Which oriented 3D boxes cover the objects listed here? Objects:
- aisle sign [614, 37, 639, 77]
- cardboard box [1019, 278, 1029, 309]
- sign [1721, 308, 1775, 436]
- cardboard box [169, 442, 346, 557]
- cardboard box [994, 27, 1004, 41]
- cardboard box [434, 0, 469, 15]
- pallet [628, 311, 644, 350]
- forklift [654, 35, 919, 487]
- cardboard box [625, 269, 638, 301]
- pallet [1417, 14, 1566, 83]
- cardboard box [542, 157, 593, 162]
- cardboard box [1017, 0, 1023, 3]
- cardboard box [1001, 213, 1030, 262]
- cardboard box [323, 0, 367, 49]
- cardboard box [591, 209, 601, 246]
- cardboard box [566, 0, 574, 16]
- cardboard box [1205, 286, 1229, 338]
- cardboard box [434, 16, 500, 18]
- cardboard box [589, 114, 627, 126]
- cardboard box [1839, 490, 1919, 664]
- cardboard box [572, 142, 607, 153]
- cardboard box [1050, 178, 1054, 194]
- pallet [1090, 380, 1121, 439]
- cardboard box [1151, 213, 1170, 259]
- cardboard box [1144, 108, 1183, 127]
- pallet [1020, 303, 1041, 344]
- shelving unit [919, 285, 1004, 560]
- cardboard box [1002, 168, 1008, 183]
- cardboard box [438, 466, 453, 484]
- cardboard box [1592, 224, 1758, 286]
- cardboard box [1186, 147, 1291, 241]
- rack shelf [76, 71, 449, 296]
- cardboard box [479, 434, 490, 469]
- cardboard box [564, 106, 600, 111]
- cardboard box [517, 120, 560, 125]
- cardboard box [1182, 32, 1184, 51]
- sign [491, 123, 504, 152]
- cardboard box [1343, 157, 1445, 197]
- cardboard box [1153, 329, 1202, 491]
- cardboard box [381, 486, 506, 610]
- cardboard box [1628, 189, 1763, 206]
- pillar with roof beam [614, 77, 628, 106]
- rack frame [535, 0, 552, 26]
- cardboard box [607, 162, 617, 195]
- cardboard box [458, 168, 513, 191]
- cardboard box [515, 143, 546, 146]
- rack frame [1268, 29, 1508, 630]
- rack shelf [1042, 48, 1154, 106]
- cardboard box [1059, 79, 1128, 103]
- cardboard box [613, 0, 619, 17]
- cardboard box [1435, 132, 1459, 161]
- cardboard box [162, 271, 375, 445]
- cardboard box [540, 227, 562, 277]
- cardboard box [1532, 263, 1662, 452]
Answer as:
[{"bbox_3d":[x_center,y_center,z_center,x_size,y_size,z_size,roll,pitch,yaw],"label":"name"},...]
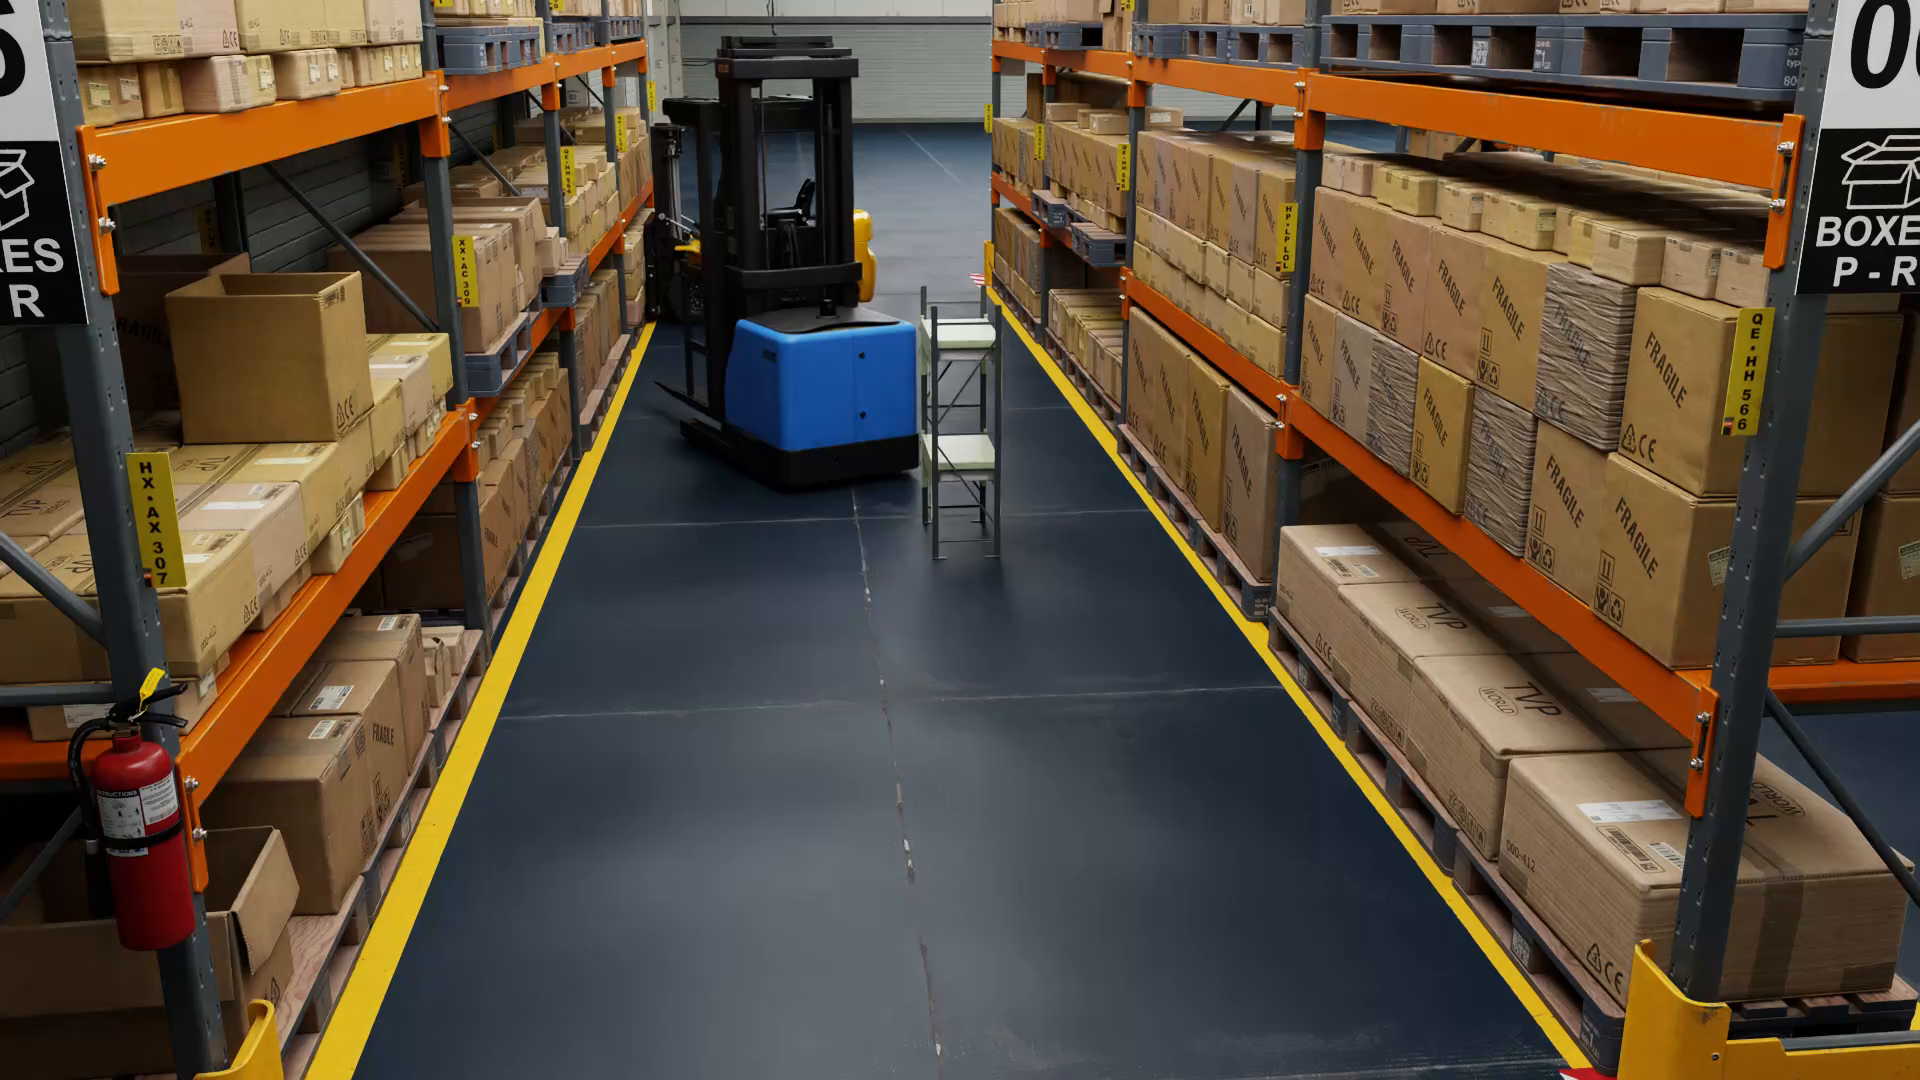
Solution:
[{"bbox_3d":[-3.775,-5.650,18.826,0.394,0.787,0.004,-2,18,-6],"label":"aisle sign"},{"bbox_3d":[0.896,-2.558,17.208,0.500,0.250,0.500,-2,18,-7],"label":"cardboard box"},{"bbox_3d":[1.986,-0.421,4.183,0.100,0.325,0.005,-2,18,-6],"label":"sign"},{"bbox_3d":[-2.296,-0.129,5.334,0.500,0.250,0.500,-2,18,-7],"label":"cardboard box"},{"bbox_3d":[0.588,-5.738,18.858,0.380,0.149,0.250,-2,18,-6],"label":"cardboard box"},{"bbox_3d":[-2.458,-2.466,7.569,0.380,0.149,0.250,-2,17,-5],"label":"cardboard box"},{"bbox_3d":[-3.688,-2.097,16.505,1.003,0.211,1.213,-2,18,-6],"label":"pallet"},{"bbox_3d":[-1.454,-2.149,12.129,1.130,2.935,3.031,-10,20,-28],"label":"forklift"},{"bbox_3d":[-3.390,-2.470,16.092,0.500,0.250,0.500,-2,18,-6],"label":"cardboard box"},{"bbox_3d":[2.311,-1.742,5.859,1.003,0.211,1.213,-2,18,-6],"label":"pallet"},{"bbox_3d":[-3.230,-3.072,13.704,0.380,0.149,0.250,-2,18,-5],"label":"cardboard box"},{"bbox_3d":[0.785,-5.582,17.030,0.380,0.149,0.250,-2,17,-5],"label":"cardboard box"},{"bbox_3d":[0.746,-3.370,18.542,0.500,0.500,0.500,-2,18,-8],"label":"cardboard box"},{"bbox_3d":[-2.418,-1.864,5.852,0.500,0.250,0.500,-1,17,-4],"label":"cardboard box"},{"bbox_3d":[-3.196,-2.524,13.458,0.500,0.250,0.500,-1,17,-4],"label":"cardboard box"},{"bbox_3d":[-3.219,-4.095,12.170,0.700,0.500,0.500,-2,18,-7],"label":"cardboard box"},{"bbox_3d":[1.733,-1.317,9.616,0.500,0.250,0.500,-2,18,-7],"label":"cardboard box"},{"bbox_3d":[-2.852,-3.065,9.509,0.380,0.149,0.250,-1,17,-4],"label":"cardboard box"},{"bbox_3d":[-3.649,-4.323,17.193,0.380,0.149,0.250,-2,17,-5],"label":"cardboard box"},{"bbox_3d":[2.763,0.032,4.901,0.500,0.500,0.500,-2,18,-6],"label":"cardboard box"},{"bbox_3d":[-3.419,-3.650,15.544,0.380,0.149,0.250,-2,18,-7],"label":"cardboard box"},{"bbox_3d":[1.032,-3.250,15.239,0.380,0.149,0.250,-2,17,-5],"label":"cardboard box"},{"bbox_3d":[1.623,-1.054,13.183,1.003,0.211,1.213,-2,18,-6],"label":"pallet"},{"bbox_3d":[1.561,-2.006,10.976,0.500,0.250,0.500,-1,17,-4],"label":"cardboard box"},{"bbox_3d":[1.697,-3.627,14.274,0.380,0.149,0.250,-3,18,-8],"label":"cardboard box"},{"bbox_3d":[1.185,-2.212,16.872,1.003,0.211,1.213,-2,18,-6],"label":"pallet"},{"bbox_3d":[-0.001,-0.718,9.959,0.431,1.500,0.755,-2,18,-6],"label":"shelving unit"},{"bbox_3d":[0.673,-4.075,18.568,0.380,0.149,0.250,-2,17,-5],"label":"cardboard box"},{"bbox_3d":[-2.655,-0.378,8.267,0.380,0.149,0.250,-2,18,-7],"label":"cardboard box"},{"bbox_3d":[2.130,-0.853,4.966,0.380,0.149,0.250,-2,18,-6],"label":"cardboard box"},{"bbox_3d":[1.657,-2.070,9.926,0.500,0.500,0.500,-1,17,-5],"label":"cardboard box"},{"bbox_3d":[-2.616,-1.298,5.497,1.077,0.370,4.000,-2,18,-6],"label":"rack shelf"},{"bbox_3d":[-2.780,-0.476,9.073,0.380,0.149,0.250,-2,18,-7],"label":"cardboard box"},{"bbox_3d":[-4.238,-4.773,18.628,0.380,0.149,0.250,-2,18,-7],"label":"cardboard box"},{"bbox_3d":[-4.094,-4.001,16.168,0.380,0.149,0.250,-2,18,-7],"label":"cardboard box"},{"bbox_3d":[1.461,-3.551,11.891,0.380,0.149,0.250,-2,18,-6],"label":"cardboard box"},{"bbox_3d":[-4.199,-3.623,15.130,0.100,0.325,0.005,-2,18,-6],"label":"sign"},{"bbox_3d":[1.931,-1.617,7.399,0.380,0.149,0.250,-2,17,-5],"label":"cardboard box"},{"bbox_3d":[1.778,-0.864,10.769,0.875,0.875,0.875,-2,17,-5],"label":"cardboard box"},{"bbox_3d":[-2.648,0.035,8.529,0.500,0.500,0.500,-1,17,-3],"label":"cardboard box"},{"bbox_3d":[2.648,-1.180,6.010,0.380,0.149,0.250,-2,18,-7],"label":"cardboard box"},{"bbox_3d":[-1.840,-10.716,29.288,9.100,9.000,0.400,-2,18,-6],"label":"pillar with roof beam"},{"bbox_3d":[-3.235,-4.860,10.633,1.000,3.000,0.127,-2,18,-6],"label":"rack frame"},{"bbox_3d":[-3.343,-3.218,14.835,0.500,0.250,0.500,-2,18,-7],"label":"cardboard box"},{"bbox_3d":[-3.618,-2.750,12.679,0.380,0.149,0.250,-2,18,-6],"label":"cardboard box"},{"bbox_3d":[-3.936,-3.634,15.496,0.380,0.149,0.250,-2,18,-6],"label":"cardboard box"},{"bbox_3d":[2.114,-0.960,8.228,1.000,3.000,0.127,-2,18,-6],"label":"rack frame"},{"bbox_3d":[1.496,-3.836,13.580,1.077,0.370,4.000,-2,18,-6],"label":"rack shelf"},{"bbox_3d":[1.404,-4.452,17.016,0.700,0.500,0.500,-2,18,-7],"label":"cardboard box"},{"bbox_3d":[-3.491,-5.081,15.628,0.500,0.311,0.500,-1,17,-5],"label":"cardboard box"},{"bbox_3d":[5.885,-4.347,18.765,0.875,0.550,0.550,-2,18,-6],"label":"cardboard box"},{"bbox_3d":[-2.344,-0.633,5.686,0.500,0.500,0.500,-1,17,-4],"label":"cardboard box"},{"bbox_3d":[-2.804,-1.822,10.522,0.500,0.250,0.500,-3,18,-8],"label":"cardboard box"},{"bbox_3d":[2.157,-0.584,5.194,0.500,0.500,0.500,-2,18,-5],"label":"cardboard box"}]
